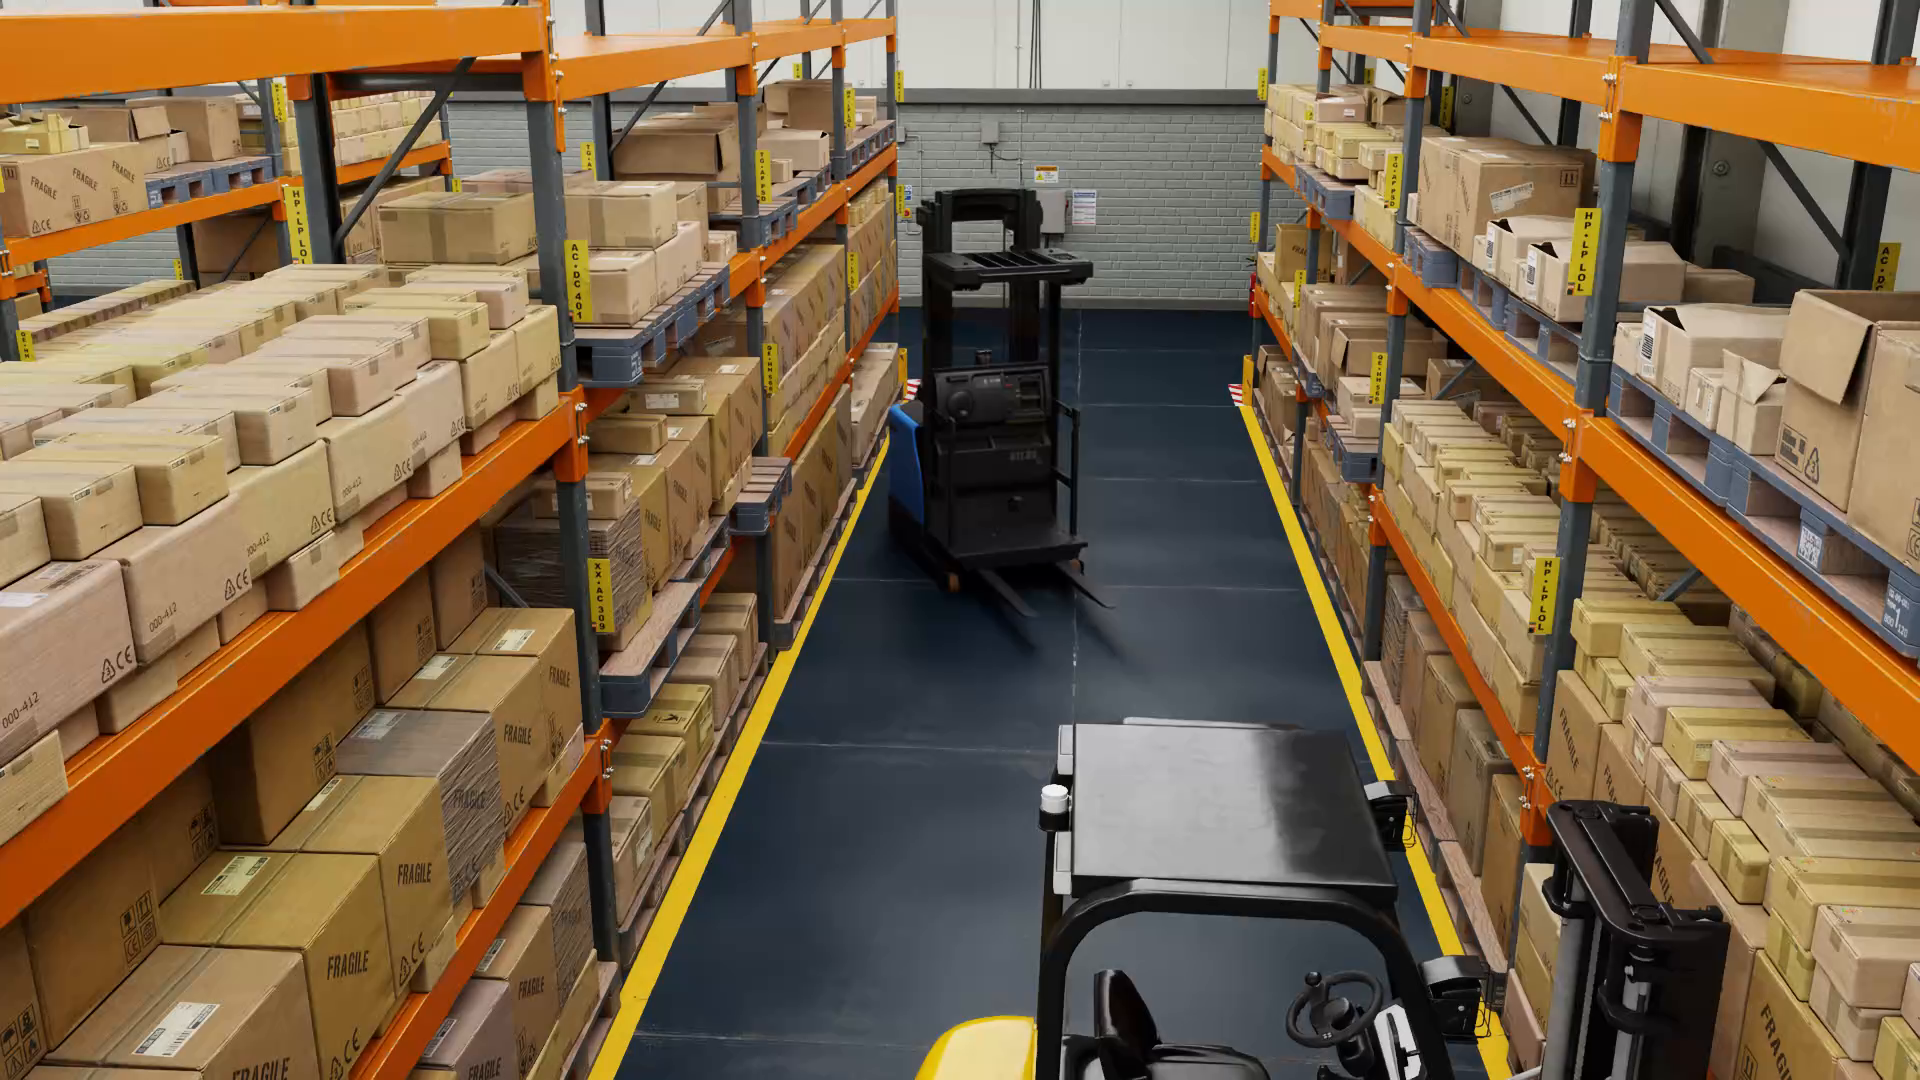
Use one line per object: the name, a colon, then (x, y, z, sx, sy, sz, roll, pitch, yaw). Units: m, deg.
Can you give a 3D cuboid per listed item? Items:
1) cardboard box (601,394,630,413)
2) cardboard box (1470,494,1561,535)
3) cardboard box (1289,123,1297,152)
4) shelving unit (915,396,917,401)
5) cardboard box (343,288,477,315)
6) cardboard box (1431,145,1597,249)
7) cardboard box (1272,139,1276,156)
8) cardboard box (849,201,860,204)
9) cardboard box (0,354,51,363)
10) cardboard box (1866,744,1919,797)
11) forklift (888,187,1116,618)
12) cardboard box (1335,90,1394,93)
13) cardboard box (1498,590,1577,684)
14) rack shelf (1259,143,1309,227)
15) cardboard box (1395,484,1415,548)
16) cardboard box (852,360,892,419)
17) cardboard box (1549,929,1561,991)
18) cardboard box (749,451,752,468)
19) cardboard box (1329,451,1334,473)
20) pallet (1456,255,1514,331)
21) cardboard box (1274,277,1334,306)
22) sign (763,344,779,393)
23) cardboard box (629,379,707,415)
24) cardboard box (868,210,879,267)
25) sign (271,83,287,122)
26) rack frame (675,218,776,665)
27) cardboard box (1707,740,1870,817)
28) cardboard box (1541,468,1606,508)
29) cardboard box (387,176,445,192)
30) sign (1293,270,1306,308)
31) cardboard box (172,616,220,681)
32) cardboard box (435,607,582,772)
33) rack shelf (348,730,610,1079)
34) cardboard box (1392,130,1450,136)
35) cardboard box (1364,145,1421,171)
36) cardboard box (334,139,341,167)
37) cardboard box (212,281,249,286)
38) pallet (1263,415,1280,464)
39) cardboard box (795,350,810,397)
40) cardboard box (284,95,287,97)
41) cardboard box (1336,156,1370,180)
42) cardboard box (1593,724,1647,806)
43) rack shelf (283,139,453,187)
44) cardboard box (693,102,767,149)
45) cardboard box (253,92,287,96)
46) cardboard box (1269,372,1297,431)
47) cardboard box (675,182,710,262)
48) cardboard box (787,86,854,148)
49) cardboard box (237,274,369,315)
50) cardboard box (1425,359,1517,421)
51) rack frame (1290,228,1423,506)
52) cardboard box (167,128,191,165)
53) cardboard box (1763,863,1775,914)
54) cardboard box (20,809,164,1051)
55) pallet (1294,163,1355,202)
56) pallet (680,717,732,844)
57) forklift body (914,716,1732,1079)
cardboard box: (-2.095, -0.533, 9.418, 0.500, 0.500, 0.500, 2, 18, 5)
cardboard box: (2.760, -0.118, 8.264, 0.380, 0.149, 0.250, 1, 18, 4)
cardboard box: (3.328, -3.710, 15.374, 0.500, 0.250, 0.500, 2, 18, 5)
shelving unit: (-0.253, -0.711, 14.406, 0.215, 1.050, 0.252, -6, 19, -17)
cardboard box: (-1.912, -0.784, 5.804, 0.380, 0.149, 0.250, 2, 18, 5)
cardboard box: (2.950, -1.838, 8.901, 0.700, 0.500, 0.500, 1, 18, 3)
cardboard box: (3.351, -3.957, 16.767, 0.380, 0.149, 0.250, 2, 18, 5)
cardboard box: (-1.160, -3.169, 15.969, 0.380, 0.149, 0.250, 1, 18, 4)
cardboard box: (-6.488, -1.188, 11.506, 0.380, 0.149, 0.250, 1, 18, 4)
cardboard box: (3.049, 0.752, 5.131, 0.380, 0.149, 0.250, 1, 18, 3)
forklift: (0.323, -1.124, 12.648, 1.130, 2.935, 3.031, -6, 19, -17)
cardboard box: (3.937, -4.248, 16.212, 0.500, 0.250, 0.500, 1, 18, 4)
cardboard box: (2.675, 0.422, 7.257, 0.500, 0.250, 0.500, 1, 18, 3)
rack shelf: (3.611, -3.443, 15.952, 1.077, 0.370, 4.000, 1, 18, 4)
cardboard box: (2.865, -0.136, 9.763, 0.500, 0.250, 0.500, 1, 18, 3)
cardboard box: (-1.201, -1.581, 17.371, 0.875, 0.438, 0.875, 2, 18, 5)
cardboard box: (2.500, 1.680, 6.115, 0.500, 0.250, 0.500, 1, 18, 4)
cardboard box: (-1.506, -0.494, 10.343, 0.380, 0.149, 0.250, 2, 18, 5)
cardboard box: (3.166, -0.623, 13.306, 0.380, 0.149, 0.250, 1, 18, 4)
pallet: (3.144, -1.272, 8.473, 1.003, 0.211, 1.213, 2, 18, 6)
cardboard box: (3.369, -2.443, 16.323, 0.500, 0.250, 0.500, 1, 18, 2)
sign: (-1.228, -1.109, 10.759, 0.100, 0.325, 0.005, 1, 18, 4)
cardboard box: (-1.606, -0.788, 9.157, 0.380, 0.149, 0.250, 0, 18, 1)
cardboard box: (-1.078, -2.985, 16.451, 0.500, 0.500, 0.500, 1, 18, 4)
sign: (-5.874, -3.774, 14.344, 0.100, 0.325, 0.005, 1, 18, 4)
rack frame: (-1.770, -0.606, 10.955, 1.000, 3.000, 0.127, 1, 18, 4)
cardboard box: (2.562, 0.743, 5.157, 0.380, 0.149, 0.250, 1, 18, 4)
cardboard box: (3.269, -0.269, 8.725, 0.380, 0.149, 0.250, 2, 18, 5)
cardboard box: (-5.926, -3.686, 18.111, 0.500, 0.500, 0.500, 1, 18, 3)
sign: (2.926, -2.160, 14.306, 0.100, 0.325, 0.005, 1, 18, 4)
cardboard box: (-2.020, 0.234, 3.976, 0.380, 0.149, 0.250, 1, 18, 4)
cardboard box: (-1.841, 0.591, 6.663, 0.500, 0.500, 0.500, 1, 18, 3)
rack shelf: (-2.200, 1.599, 5.380, 1.077, 0.370, 4.000, 1, 18, 4)
cardboard box: (3.485, -3.017, 12.588, 0.380, 0.149, 0.250, 1, 18, 2)
cardboard box: (2.988, -2.619, 11.405, 0.380, 0.149, 0.250, 1, 18, 3)
cardboard box: (-6.105, -3.575, 15.440, 0.500, 0.250, 0.500, 1, 18, 3)
cardboard box: (-6.262, -2.161, 14.475, 0.380, 0.149, 0.250, 2, 18, 6)
pallet: (3.603, -1.006, 16.656, 1.003, 0.211, 1.213, 1, 18, 4)
cardboard box: (-1.401, -1.239, 12.325, 0.500, 0.250, 0.500, 1, 18, 4)
cardboard box: (-6.087, -4.036, 15.404, 0.380, 0.149, 0.250, 1, 18, 2)
cardboard box: (2.965, -2.730, 12.188, 0.380, 0.149, 0.250, 2, 18, 5)
cardboard box: (2.581, 0.993, 5.916, 0.500, 0.500, 0.500, 2, 18, 5)
rack shelf: (-6.284, -3.632, 16.528, 1.077, 0.370, 4.000, 1, 18, 4)
cardboard box: (-1.836, -3.253, 13.382, 0.500, 0.500, 0.500, 1, 18, 3)
cardboard box: (-6.611, -4.214, 15.947, 0.380, 0.149, 0.250, 1, 18, 4)
cardboard box: (3.379, -1.378, 16.651, 0.500, 0.500, 0.500, 2, 18, 5)
cardboard box: (-1.848, -1.785, 9.574, 0.700, 0.500, 0.500, 1, 18, 4)
cardboard box: (-1.232, -3.746, 14.726, 0.500, 0.500, 0.500, 2, 18, 5)
cardboard box: (-2.394, -0.877, 6.086, 0.380, 0.149, 0.250, 2, 18, 6)
cardboard box: (3.374, -0.900, 11.016, 0.500, 0.500, 0.500, 2, 18, 7)
rack frame: (3.468, -1.739, 14.411, 1.000, 3.000, 0.127, 1, 18, 4)
cardboard box: (-6.700, -3.241, 13.649, 0.500, 0.311, 0.500, 1, 18, 3)
cardboard box: (2.528, 1.044, 4.717, 0.380, 0.149, 0.250, 1, 18, 4)
cardboard box: (-2.481, 0.894, 4.133, 0.700, 0.500, 0.500, 1, 18, 4)
pallet: (3.351, -2.874, 13.360, 1.213, 0.211, 1.003, 1, 18, 4)
pallet: (-1.918, 1.340, 9.495, 1.003, 0.211, 1.213, 1, 18, 4)
forklift body: (0.924, 1.762, 5.091, 2.313, 2.155, 1.214, 1, 18, 4)
